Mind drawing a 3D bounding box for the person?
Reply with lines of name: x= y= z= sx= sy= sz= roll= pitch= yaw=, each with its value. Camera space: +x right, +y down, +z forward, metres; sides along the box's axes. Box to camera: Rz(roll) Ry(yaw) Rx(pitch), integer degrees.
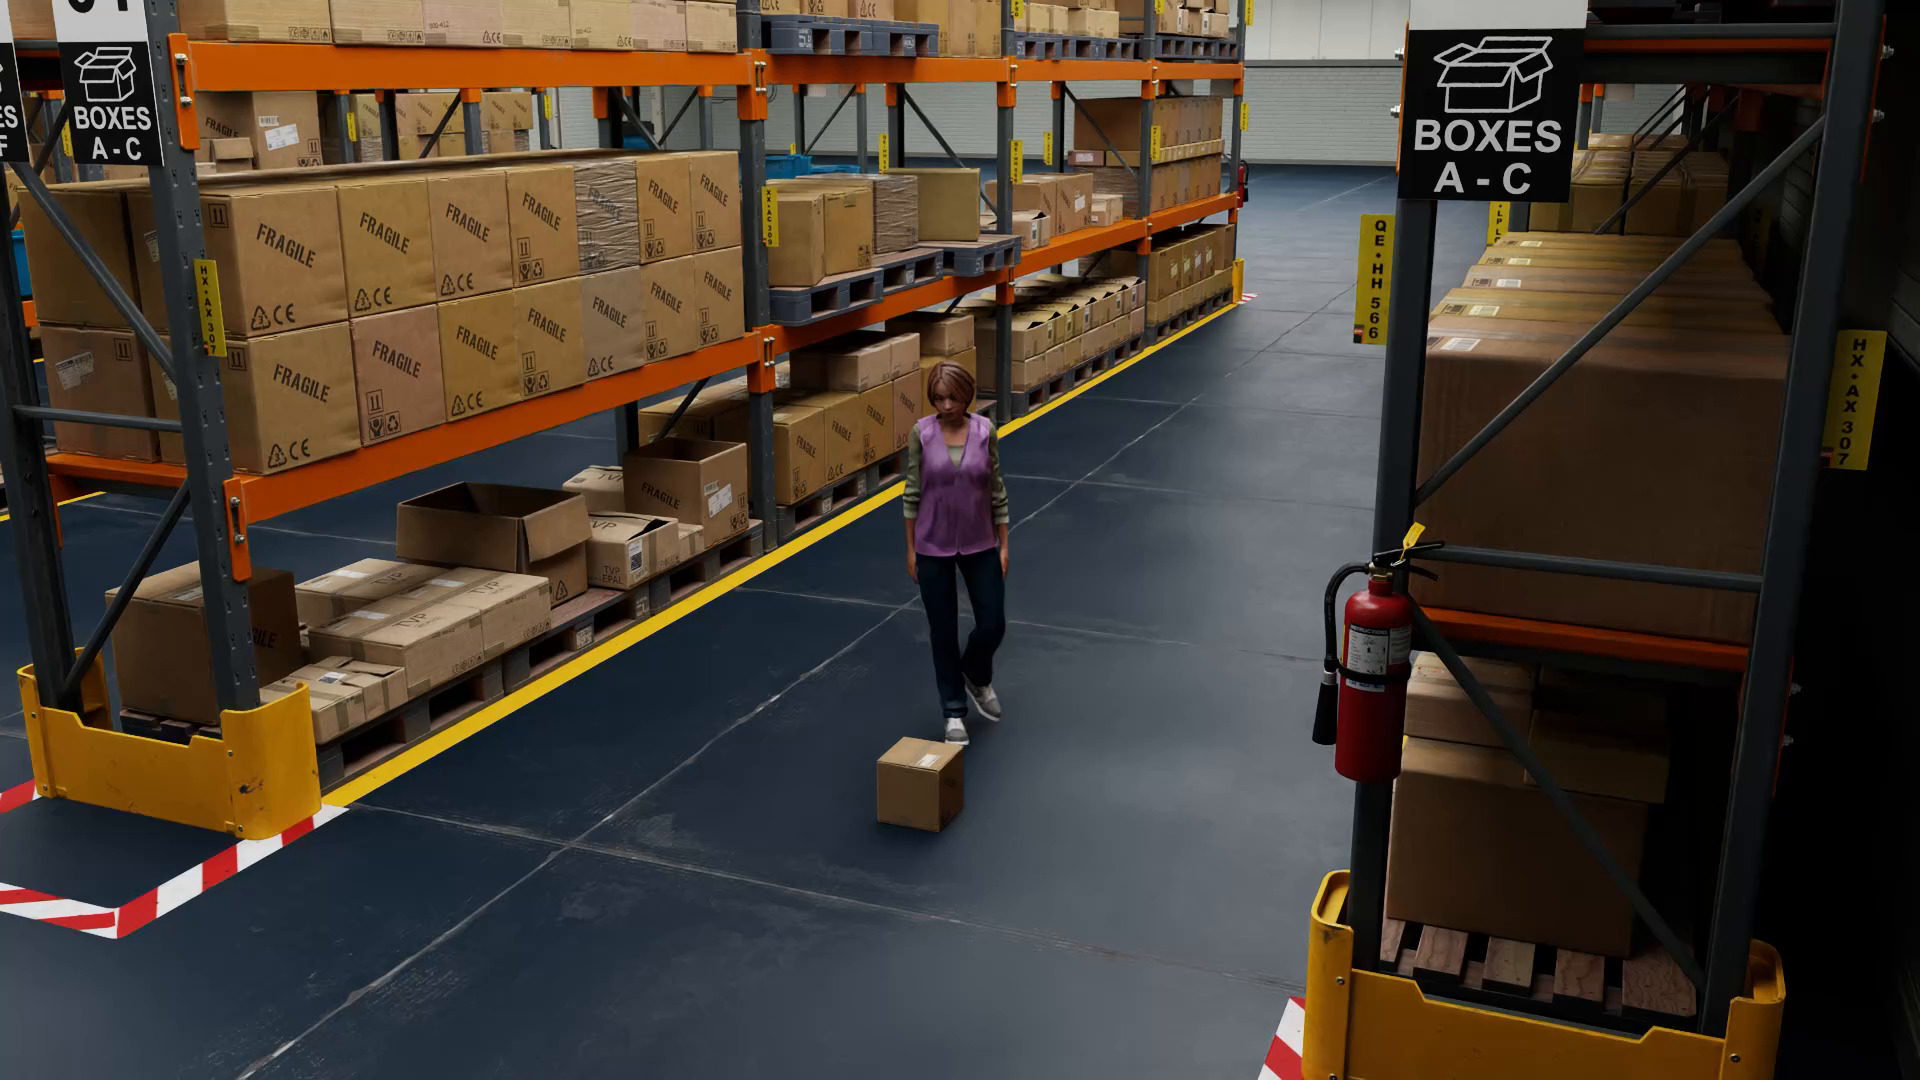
person: x=-0.015 y=0.073 z=6.843 sx=0.432 sy=1.538 sz=0.441 roll=-1 pitch=16 yaw=-5
